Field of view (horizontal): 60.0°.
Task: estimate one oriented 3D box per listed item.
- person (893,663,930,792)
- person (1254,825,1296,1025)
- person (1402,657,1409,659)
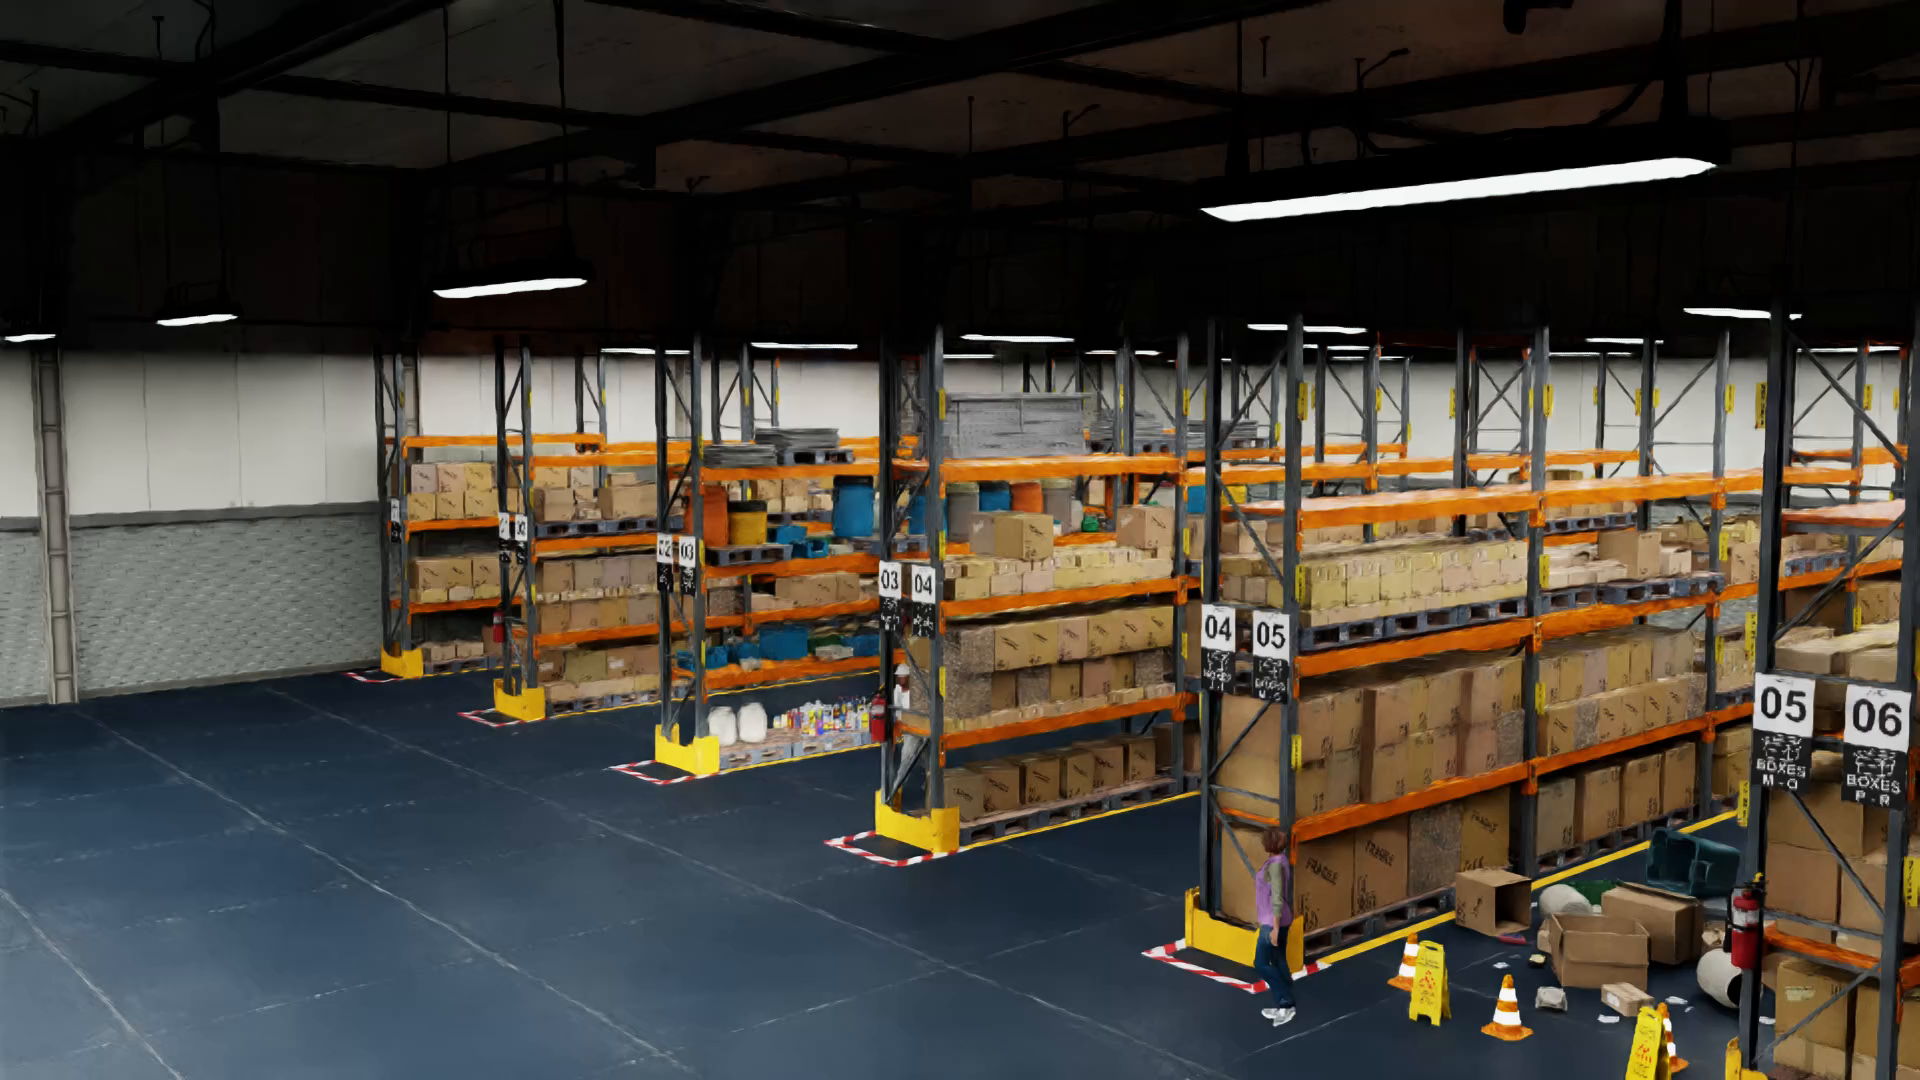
[{"bbox_3d":[-0.658,2.389,21.021,1.122,1.706,0.566,-4,7,-38],"label":"person"},{"bbox_3d":[2.580,3.131,13.549,0.362,1.592,0.526,2,5,18],"label":"person"},{"bbox_3d":[5.992,2.352,22.135,0.507,1.619,0.580,-5,7,-42],"label":"person"}]
